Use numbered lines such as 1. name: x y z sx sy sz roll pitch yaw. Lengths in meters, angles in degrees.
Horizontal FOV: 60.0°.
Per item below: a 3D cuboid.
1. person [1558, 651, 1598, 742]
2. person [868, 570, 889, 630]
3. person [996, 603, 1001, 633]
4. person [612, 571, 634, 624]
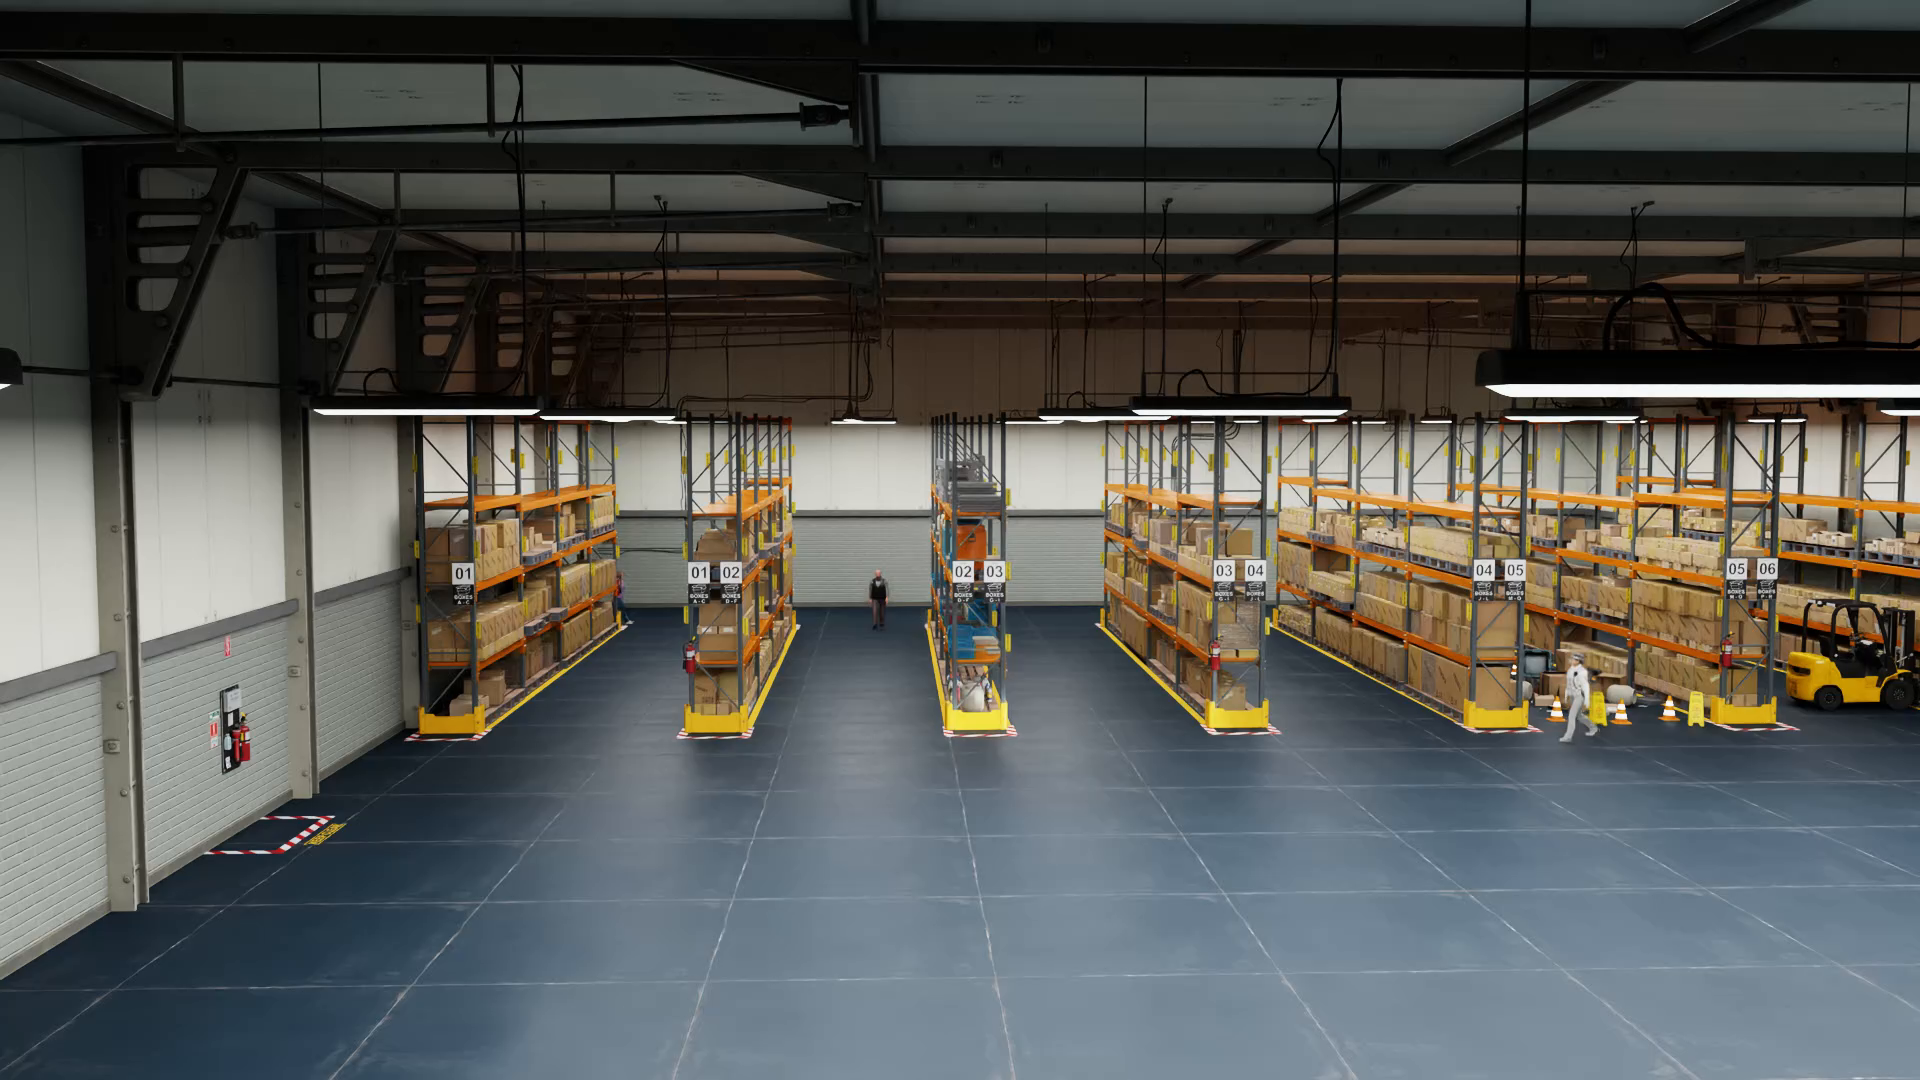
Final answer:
1. person: 11.262 2.830 30.240 0.965 1.639 0.517 -1 4 -21
2. person: -2.300 1.679 47.011 0.599 1.663 1.074 0 4 0
3. person: 0.997 1.763 46.295 0.395 1.669 0.526 -2 4 -22
4. person: -9.922 1.670 48.247 1.024 1.528 0.406 0 4 3
